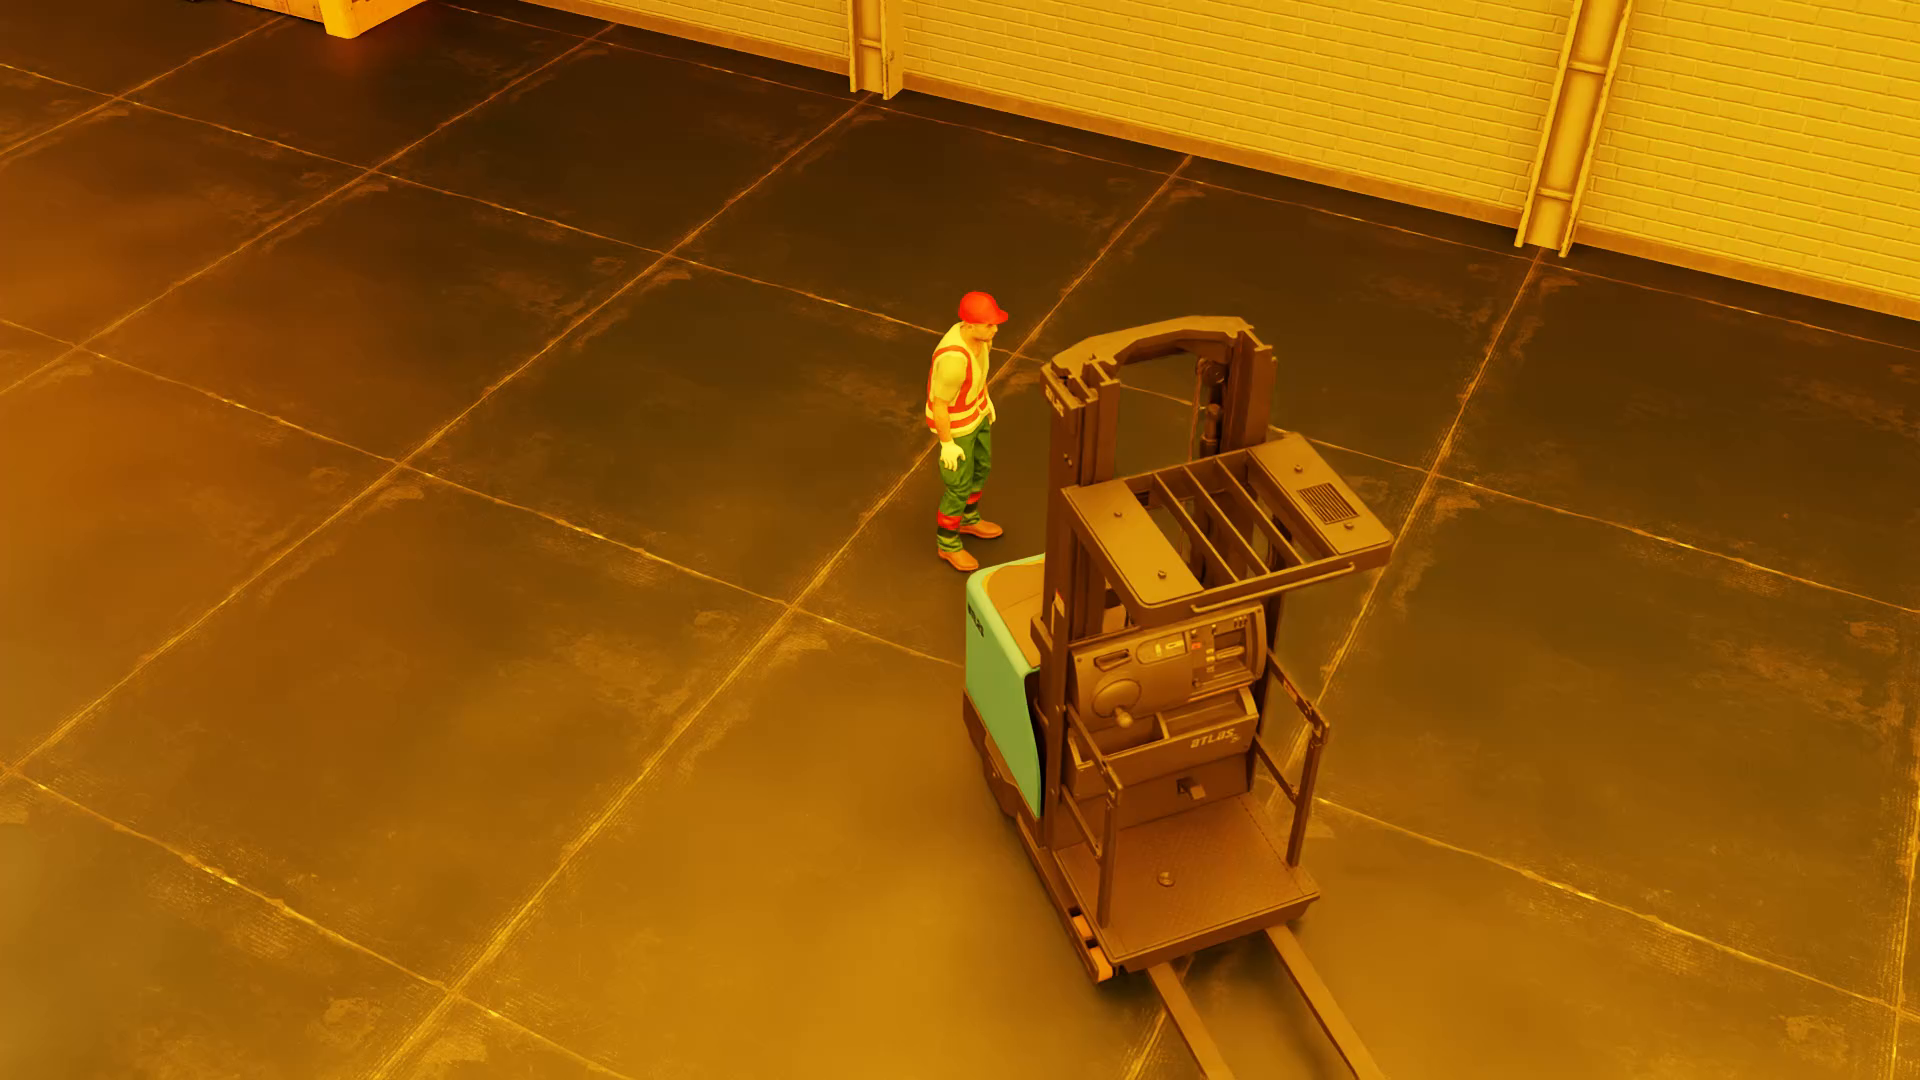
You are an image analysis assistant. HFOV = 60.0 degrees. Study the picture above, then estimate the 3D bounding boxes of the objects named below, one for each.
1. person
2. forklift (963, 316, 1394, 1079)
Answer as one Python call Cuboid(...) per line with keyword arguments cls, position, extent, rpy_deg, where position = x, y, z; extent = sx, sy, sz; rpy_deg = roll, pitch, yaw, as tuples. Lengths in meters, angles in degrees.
Cuboid(cls="person", position=(0.043, -0.670, 9.680), extent=(0.450, 1.778, 0.608), rpy_deg=(17, 43, 19))
Cuboid(cls="forklift", position=(1.016, 0.639, 7.227), extent=(1.130, 2.935, 3.031), rpy_deg=(-14, 42, -16))
